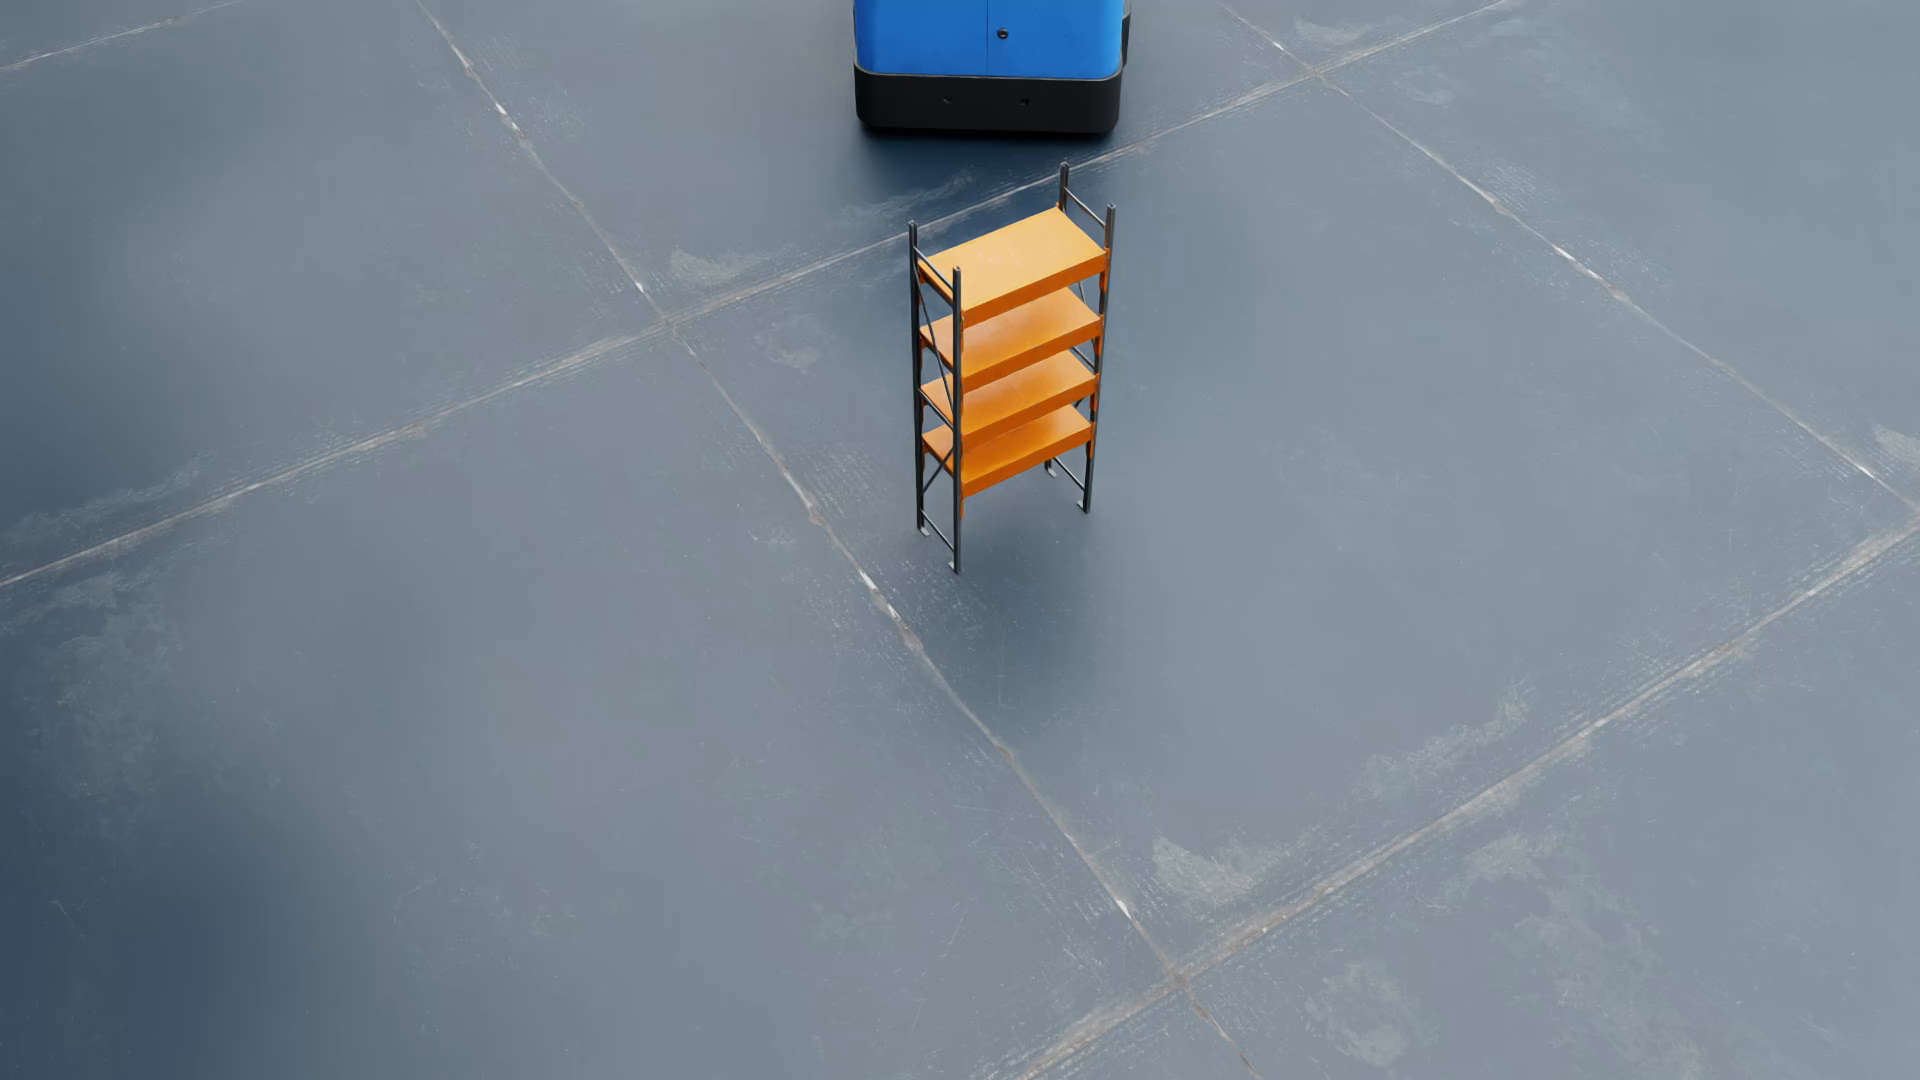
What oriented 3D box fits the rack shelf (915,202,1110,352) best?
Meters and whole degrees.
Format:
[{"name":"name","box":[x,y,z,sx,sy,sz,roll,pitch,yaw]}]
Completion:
[{"name":"rack shelf","box":[0.140,-0.726,4.567,0.480,0.148,0.258,-25,53,-21]}]

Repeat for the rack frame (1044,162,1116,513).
[{"name":"rack frame","box":[0.346,-0.562,4.947,0.015,1.200,0.240,-25,53,-21]}]

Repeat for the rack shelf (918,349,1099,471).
[{"name":"rack shelf","box":[0.140,-0.420,4.911,0.480,0.148,0.258,-25,53,-21]}]

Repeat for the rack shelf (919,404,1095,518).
[{"name":"rack shelf","box":[0.140,-0.288,5.059,0.480,0.148,0.258,-25,53,-21]}]

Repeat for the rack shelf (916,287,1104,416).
[{"name":"rack shelf","box":[0.140,-0.569,4.744,0.480,0.148,0.258,-25,53,-21]}]

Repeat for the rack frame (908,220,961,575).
[{"name":"rack frame","box":[-0.066,-0.368,4.774,0.015,1.200,0.240,-25,53,-21]}]

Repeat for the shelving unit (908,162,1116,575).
[{"name":"shelving unit","box":[0.140,-0.465,4.861,0.503,1.200,0.258,-25,53,-21]}]

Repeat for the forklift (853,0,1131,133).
[{"name":"forklift","box":[0.177,-3.683,6.567,1.130,2.935,3.031,2,48,2]}]
